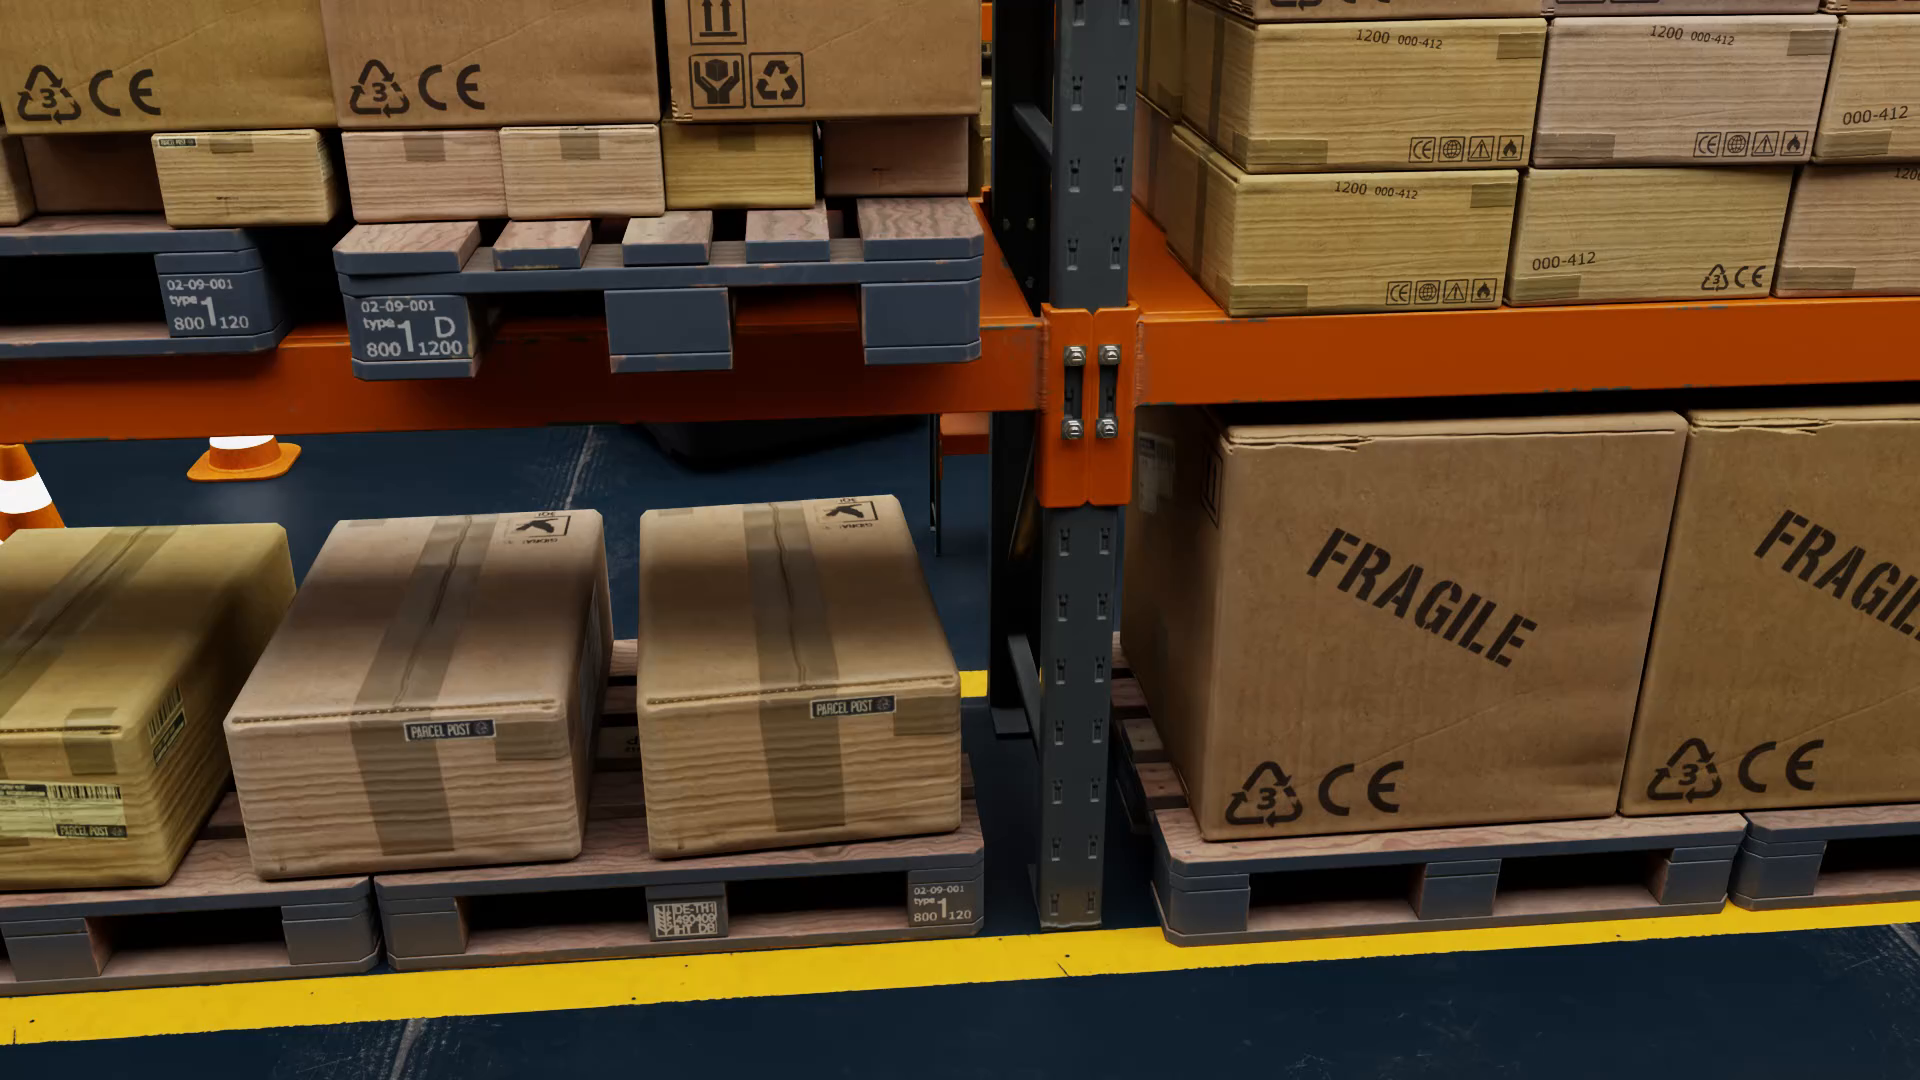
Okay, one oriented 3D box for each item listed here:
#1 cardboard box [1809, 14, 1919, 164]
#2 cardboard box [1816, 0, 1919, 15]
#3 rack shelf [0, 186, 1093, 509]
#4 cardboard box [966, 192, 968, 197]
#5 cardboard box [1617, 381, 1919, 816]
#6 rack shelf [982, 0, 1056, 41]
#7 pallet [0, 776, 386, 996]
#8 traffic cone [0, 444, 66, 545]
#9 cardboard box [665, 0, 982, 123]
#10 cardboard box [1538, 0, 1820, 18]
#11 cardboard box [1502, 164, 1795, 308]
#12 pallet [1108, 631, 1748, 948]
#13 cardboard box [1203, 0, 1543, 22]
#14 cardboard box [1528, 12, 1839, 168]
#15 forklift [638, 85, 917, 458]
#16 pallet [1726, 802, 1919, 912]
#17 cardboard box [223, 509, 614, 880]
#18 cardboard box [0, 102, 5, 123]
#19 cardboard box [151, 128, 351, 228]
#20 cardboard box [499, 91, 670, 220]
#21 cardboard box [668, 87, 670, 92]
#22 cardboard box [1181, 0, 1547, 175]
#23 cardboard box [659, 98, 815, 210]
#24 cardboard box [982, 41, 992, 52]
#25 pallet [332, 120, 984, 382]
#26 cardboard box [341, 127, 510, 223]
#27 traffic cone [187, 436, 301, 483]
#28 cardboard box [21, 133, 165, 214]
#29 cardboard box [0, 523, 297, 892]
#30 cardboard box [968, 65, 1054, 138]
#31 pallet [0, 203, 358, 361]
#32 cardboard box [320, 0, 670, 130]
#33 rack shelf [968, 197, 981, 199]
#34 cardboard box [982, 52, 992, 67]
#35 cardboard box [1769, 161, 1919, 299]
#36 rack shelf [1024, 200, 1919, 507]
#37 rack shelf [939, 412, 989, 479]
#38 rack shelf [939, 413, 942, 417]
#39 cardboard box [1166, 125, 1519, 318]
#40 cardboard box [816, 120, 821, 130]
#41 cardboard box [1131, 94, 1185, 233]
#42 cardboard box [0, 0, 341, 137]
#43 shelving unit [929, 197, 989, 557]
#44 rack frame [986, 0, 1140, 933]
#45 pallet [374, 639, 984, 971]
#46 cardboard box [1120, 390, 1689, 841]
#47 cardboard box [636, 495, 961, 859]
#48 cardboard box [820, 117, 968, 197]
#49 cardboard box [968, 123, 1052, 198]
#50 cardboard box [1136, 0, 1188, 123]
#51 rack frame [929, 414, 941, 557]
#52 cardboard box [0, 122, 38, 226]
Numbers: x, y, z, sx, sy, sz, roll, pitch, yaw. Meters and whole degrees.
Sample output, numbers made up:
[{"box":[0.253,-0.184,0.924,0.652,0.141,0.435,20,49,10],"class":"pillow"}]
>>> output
[{"box":[1.721,-0.881,3.108,0.500,0.250,0.500,-2,24,-5],"class":"cardboard box"},{"box":[1.705,-1.227,2.964,0.500,0.500,0.500,-2,24,-4],"class":"cardboard box"},{"box":[-1.809,-0.357,3.246,4.000,0.370,1.077,-2,24,-5],"class":"rack shelf"},{"box":[0.223,-1.944,8.491,0.500,0.500,0.500,-2,24,-5],"class":"cardboard box"},{"box":[1.765,-0.014,3.688,0.875,0.875,0.875,-2,24,-5],"class":"cardboard box"},{"box":[1.584,-2.513,8.097,4.000,0.370,1.077,-2,24,-5],"class":"rack shelf"},{"box":[-1.808,0.587,3.670,1.213,0.211,1.003,-2,24,-5],"class":"pallet"},{"box":[-2.703,-0.062,4.820,0.334,0.463,0.336,-2,24,-5],"class":"traffic cone"},{"box":[-0.244,-1.009,2.820,0.500,0.500,0.500,-3,24,-7],"class":"cardboard box"},{"box":[1.189,-1.213,2.931,0.500,0.500,0.500,-2,24,-5],"class":"cardboard box"},{"box":[1.202,-0.643,3.187,0.500,0.250,0.500,-3,24,-7],"class":"cardboard box"},{"box":[0.973,0.508,3.848,1.213,0.211,1.003,-2,24,-5],"class":"pallet"},{"box":[0.696,-1.189,2.878,0.500,0.500,0.500,-3,24,-7],"class":"cardboard box"},{"box":[1.224,-0.866,3.075,0.500,0.250,0.500,-2,24,-4],"class":"cardboard box"},{"box":[-1.286,-2.171,6.527,1.130,2.935,3.031,-15,28,-30],"class":"forklift"},{"box":[2.184,0.460,3.955,1.213,0.211,1.003,-2,24,-5],"class":"pallet"},{"box":[-1.116,0.295,3.612,0.625,0.372,0.950,-3,24,-6],"class":"cardboard box"},{"box":[-1.803,-0.941,2.669,0.500,0.500,0.500,-3,24,-7],"class":"cardboard box"},{"box":[-1.152,-0.643,2.796,0.250,0.149,0.380,-2,24,-4],"class":"cardboard box"},{"box":[-0.628,-0.666,2.848,0.250,0.149,0.380,-2,24,-6],"class":"cardboard box"},{"box":[-0.722,-0.915,3.407,0.250,0.149,0.380,-4,24,-9],"class":"cardboard box"},{"box":[0.710,-0.846,3.029,0.500,0.250,0.500,-2,24,-6],"class":"cardboard box"},{"box":[-0.382,-0.695,2.912,0.250,0.149,0.380,-2,24,-4],"class":"cardboard box"},{"box":[-0.104,-4.011,12.681,0.875,0.875,1.225,-3,24,-8],"class":"cardboard box"},{"box":[-0.518,-0.606,3.157,1.003,0.211,1.213,-2,24,-5],"class":"pallet"},{"box":[-0.879,-0.660,2.833,0.250,0.149,0.380,-3,24,-8],"class":"cardboard box"},{"box":[-2.513,-0.478,5.755,0.334,0.463,0.336,-2,24,-5],"class":"traffic cone"},{"box":[-1.414,-0.684,2.888,0.250,0.149,0.380,-2,24,-5],"class":"cardboard box"},{"box":[-1.871,0.323,3.550,0.625,0.372,0.950,-2,24,-3],"class":"cardboard box"},{"box":[0.304,-2.084,7.884,0.500,0.250,0.500,-3,24,-8],"class":"cardboard box"},{"box":[-1.785,-0.582,3.103,1.213,0.211,1.003,-2,24,-5],"class":"pallet"},{"box":[-0.757,-0.983,2.763,0.500,0.500,0.500,-3,24,-6],"class":"cardboard box"},{"box":[0.165,-0.914,4.862,0.480,0.148,0.258,-2,24,-5],"class":"rack shelf"},{"box":[0.249,-2.288,8.342,0.500,0.250,0.500,-3,24,-6],"class":"cardboard box"},{"box":[1.725,-0.661,3.229,0.500,0.250,0.500,-2,24,-3],"class":"cardboard box"},{"box":[2.171,-0.517,3.605,4.000,0.370,1.077,-2,24,-5],"class":"rack shelf"},{"box":[0.165,-0.312,5.129,0.480,0.148,0.258,-2,24,-5],"class":"rack shelf"},{"box":[0.165,-0.493,5.048,0.480,0.148,0.258,-2,24,-5],"class":"rack shelf"},{"box":[0.693,-0.615,3.125,0.500,0.250,0.500,-3,24,-6],"class":"cardboard box"},{"box":[-0.161,-0.905,3.385,0.250,0.149,0.380,-4,24,-8],"class":"cardboard box"},{"box":[0.659,-0.822,3.591,0.500,0.250,0.500,-3,24,-7],"class":"cardboard box"},{"box":[-1.259,-0.963,2.717,0.500,0.500,0.500,-4,24,-9],"class":"cardboard box"},{"box":[0.165,-0.555,5.021,0.503,1.200,0.258,-2,24,-5],"class":"shelving unit"},{"box":[0.181,-0.766,3.279,0.127,3.000,1.000,-2,24,-5],"class":"rack frame"},{"box":[-0.597,0.539,3.777,1.213,0.211,1.003,-2,24,-5],"class":"pallet"},{"box":[0.877,0.019,3.612,0.875,0.875,0.875,-3,24,-6],"class":"cardboard box"},{"box":[-0.382,0.262,3.686,0.625,0.372,0.950,-4,24,-9],"class":"cardboard box"},{"box":[-0.122,-0.734,3.002,0.250,0.149,0.380,-1,24,-3],"class":"cardboard box"},{"box":[0.323,-1.737,8.026,0.500,0.500,0.500,-3,24,-7],"class":"cardboard box"},{"box":[0.638,-1.048,3.483,0.500,0.250,0.500,-2,24,-5],"class":"cardboard box"},{"box":[-0.078,-0.545,4.999,0.015,1.200,0.240,-2,24,-5],"class":"rack frame"},{"box":[-1.656,-0.641,2.790,0.250,0.149,0.380,-3,24,-7],"class":"cardboard box"}]
